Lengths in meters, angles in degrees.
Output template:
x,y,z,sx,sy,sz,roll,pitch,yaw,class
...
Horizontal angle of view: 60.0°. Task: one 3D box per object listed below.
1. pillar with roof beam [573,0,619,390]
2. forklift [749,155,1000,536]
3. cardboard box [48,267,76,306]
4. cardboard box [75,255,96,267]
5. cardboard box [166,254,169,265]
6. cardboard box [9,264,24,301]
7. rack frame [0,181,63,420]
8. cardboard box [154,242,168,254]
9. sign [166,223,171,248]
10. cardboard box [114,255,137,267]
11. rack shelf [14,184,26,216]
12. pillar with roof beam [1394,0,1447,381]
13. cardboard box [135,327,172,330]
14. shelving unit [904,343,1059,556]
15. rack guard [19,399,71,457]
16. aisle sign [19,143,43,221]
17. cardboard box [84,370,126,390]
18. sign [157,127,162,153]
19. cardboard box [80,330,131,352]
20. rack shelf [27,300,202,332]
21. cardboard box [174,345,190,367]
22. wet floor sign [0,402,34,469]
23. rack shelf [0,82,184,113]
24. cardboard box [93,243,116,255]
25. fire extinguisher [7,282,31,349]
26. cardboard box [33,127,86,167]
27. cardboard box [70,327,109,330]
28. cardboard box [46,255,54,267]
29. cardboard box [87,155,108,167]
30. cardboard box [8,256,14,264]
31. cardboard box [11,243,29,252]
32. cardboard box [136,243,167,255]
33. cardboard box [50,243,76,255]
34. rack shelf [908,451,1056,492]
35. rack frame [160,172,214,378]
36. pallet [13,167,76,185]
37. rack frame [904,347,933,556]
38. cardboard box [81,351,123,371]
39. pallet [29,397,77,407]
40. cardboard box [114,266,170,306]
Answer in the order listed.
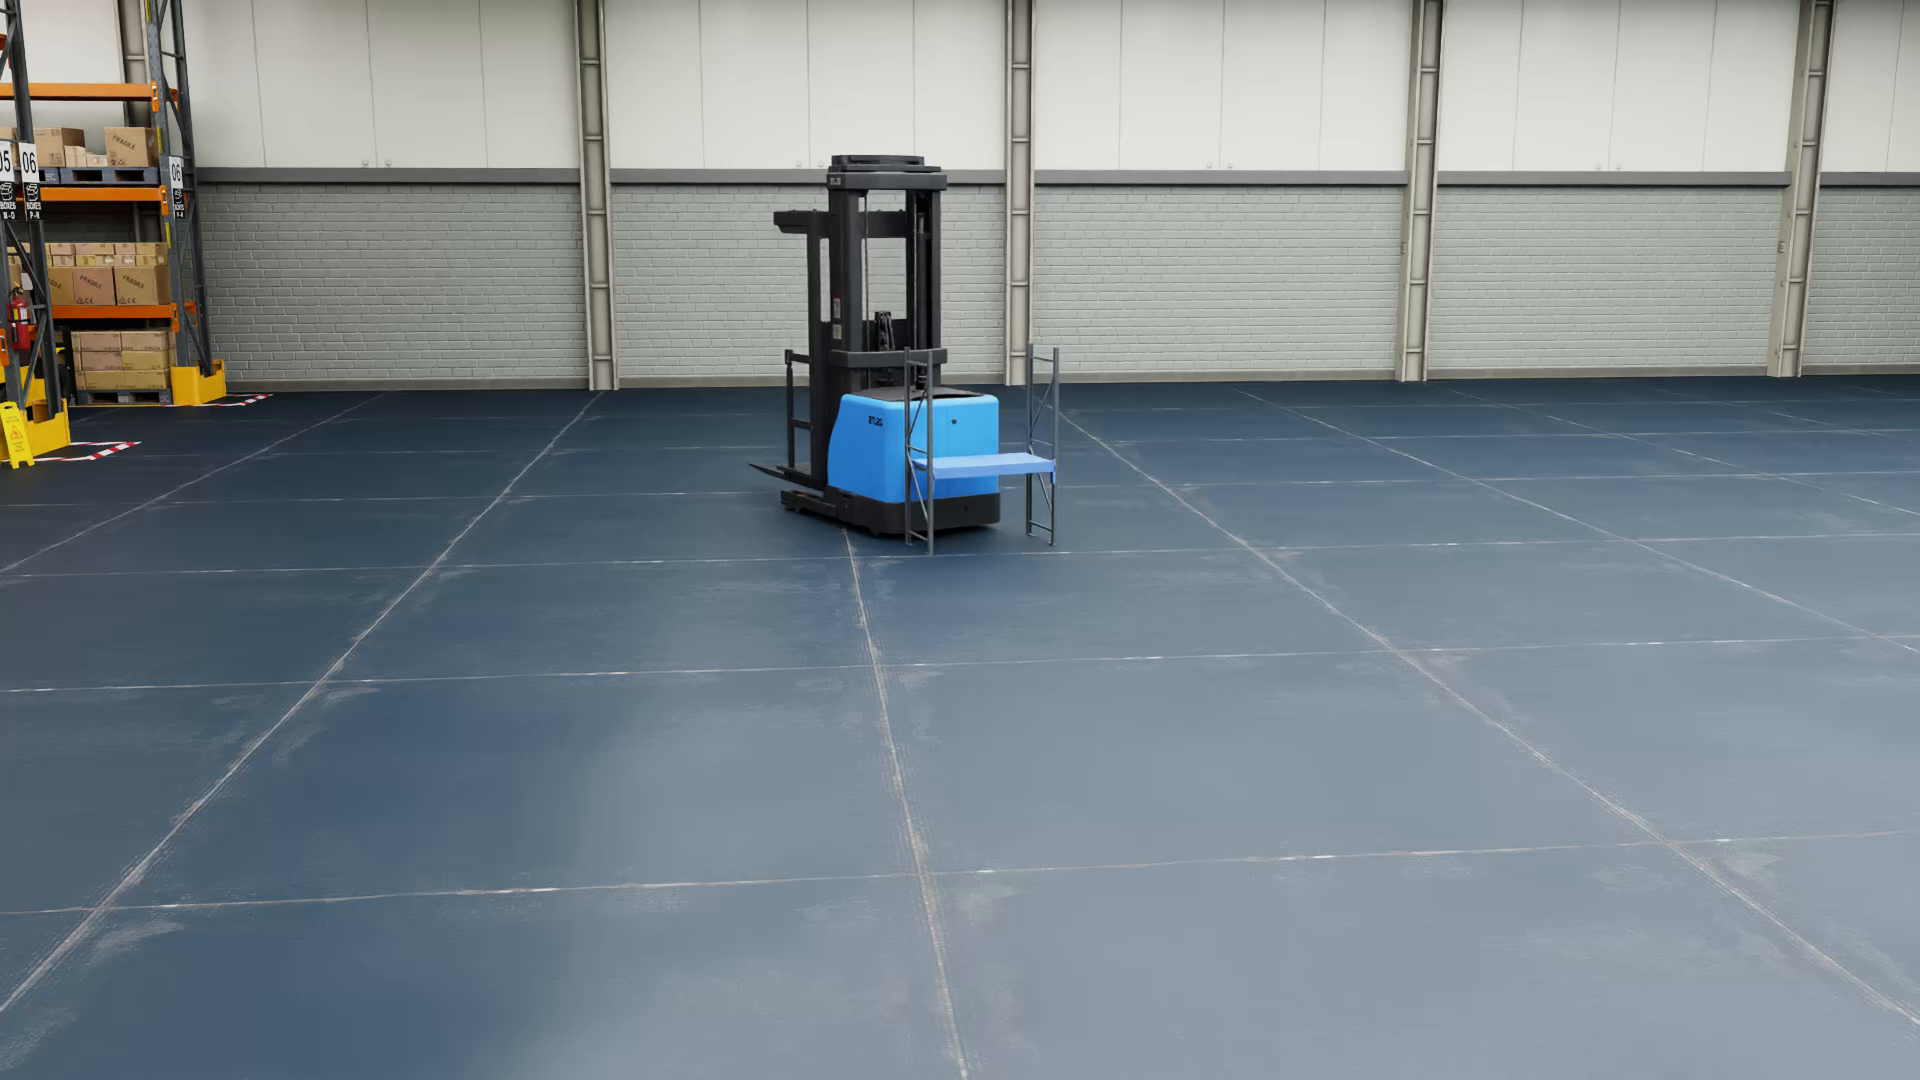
x,y,z,sx,sy,sz,roll,pitch,yaw,class
-4.647,-5.761,18.845,0.400,9.000,9.100,-1,11,-6,pillar with roof beam
-0.872,-1.708,13.957,1.130,2.935,3.031,-7,13,-30,forklift
-11.774,-3.328,21.763,0.500,0.500,0.500,-1,11,-7,cardboard box
-11.365,-3.658,21.760,0.250,0.149,0.380,-1,11,-6,cardboard box
-10.652,-3.770,22.327,0.250,0.149,0.380,-1,11,-8,cardboard box
-10.248,-2.646,17.522,0.500,0.500,0.500,-1,11,-7,cardboard box
-9.747,-2.408,17.340,0.127,3.000,1.000,-1,11,-6,rack frame
-10.644,-3.907,22.254,0.250,0.149,0.380,-1,11,-7,cardboard box
-10.242,-3.940,21.516,0.005,0.325,0.100,-1,11,-6,sign
-10.852,-3.655,21.743,0.250,0.149,0.380,-1,11,-5,cardboard box
-11.736,-3.485,16.908,4.000,0.370,1.077,-1,11,-6,rack shelf
7.283,-6.011,20.116,0.400,9.000,9.100,-1,11,-6,pillar with roof beam
-10.785,-2.734,22.444,0.500,0.250,0.500,-1,11,-7,cardboard box
0.160,-0.700,12.539,1.048,1.500,0.538,-5,12,-22,shelving unit
-9.823,-1.180,17.573,0.348,0.500,1.175,-1,11,-6,rack guard
-9.719,-3.744,17.398,0.004,0.787,0.394,-1,11,-6,aisle sign
-11.216,-2.138,22.005,0.500,0.250,0.500,-1,11,-6,cardboard box
-10.242,-5.123,21.284,0.005,0.325,0.100,-1,11,-6,sign
-11.218,-2.626,21.897,0.500,0.250,0.500,-1,11,-5,cardboard box
-12.275,-2.965,22.039,4.000,0.370,1.077,-1,11,-6,rack shelf
-10.777,-2.492,22.511,0.500,0.250,0.500,-1,11,-5,cardboard box
-9.443,-1.051,16.544,0.232,0.644,0.267,3,11,14,wet floor sign
-12.275,-5.713,21.499,4.000,0.370,1.077,-1,11,-6,rack shelf
-11.120,-3.803,21.727,0.250,0.149,0.380,-1,11,-5,cardboard box
-9.584,-2.284,16.910,0.183,0.674,0.296,-1,11,-6,fire extinguisher
-11.730,-5.078,21.537,0.500,0.500,0.700,-1,11,-6,cardboard box
-11.780,-2.714,22.345,0.500,0.250,0.500,-1,11,-6,cardboard box
-11.874,-3.635,21.640,0.250,0.149,0.380,-1,11,-6,cardboard box
-11.078,-4.888,21.482,0.250,0.149,0.380,-2,11,-8,cardboard box
-12.379,-3.628,21.607,0.250,0.149,0.380,-1,11,-7,cardboard box
-12.145,-3.792,21.669,0.250,0.149,0.380,-1,11,-5,cardboard box
-10.620,-3.825,21.837,0.250,0.149,0.380,-1,11,-6,cardboard box
-11.622,-3.786,21.637,0.250,0.149,0.380,-1,11,-5,cardboard box
0.160,-0.523,12.574,1.000,0.185,0.538,-5,12,-22,rack shelf
-10.287,-3.360,22.182,0.127,3.000,1.000,-1,11,-6,rack frame
-12.208,-4.752,21.719,1.213,0.211,1.003,-1,11,-6,pallet
-0.308,-0.662,12.345,0.032,1.500,0.500,-5,12,-22,rack frame
-11.237,-2.383,21.959,0.500,0.250,0.500,-1,11,-7,cardboard box
-12.253,-1.943,22.203,1.213,0.211,1.003,-1,11,-6,pallet
-10.748,-3.348,21.864,0.500,0.500,0.500,-1,11,-7,cardboard box
